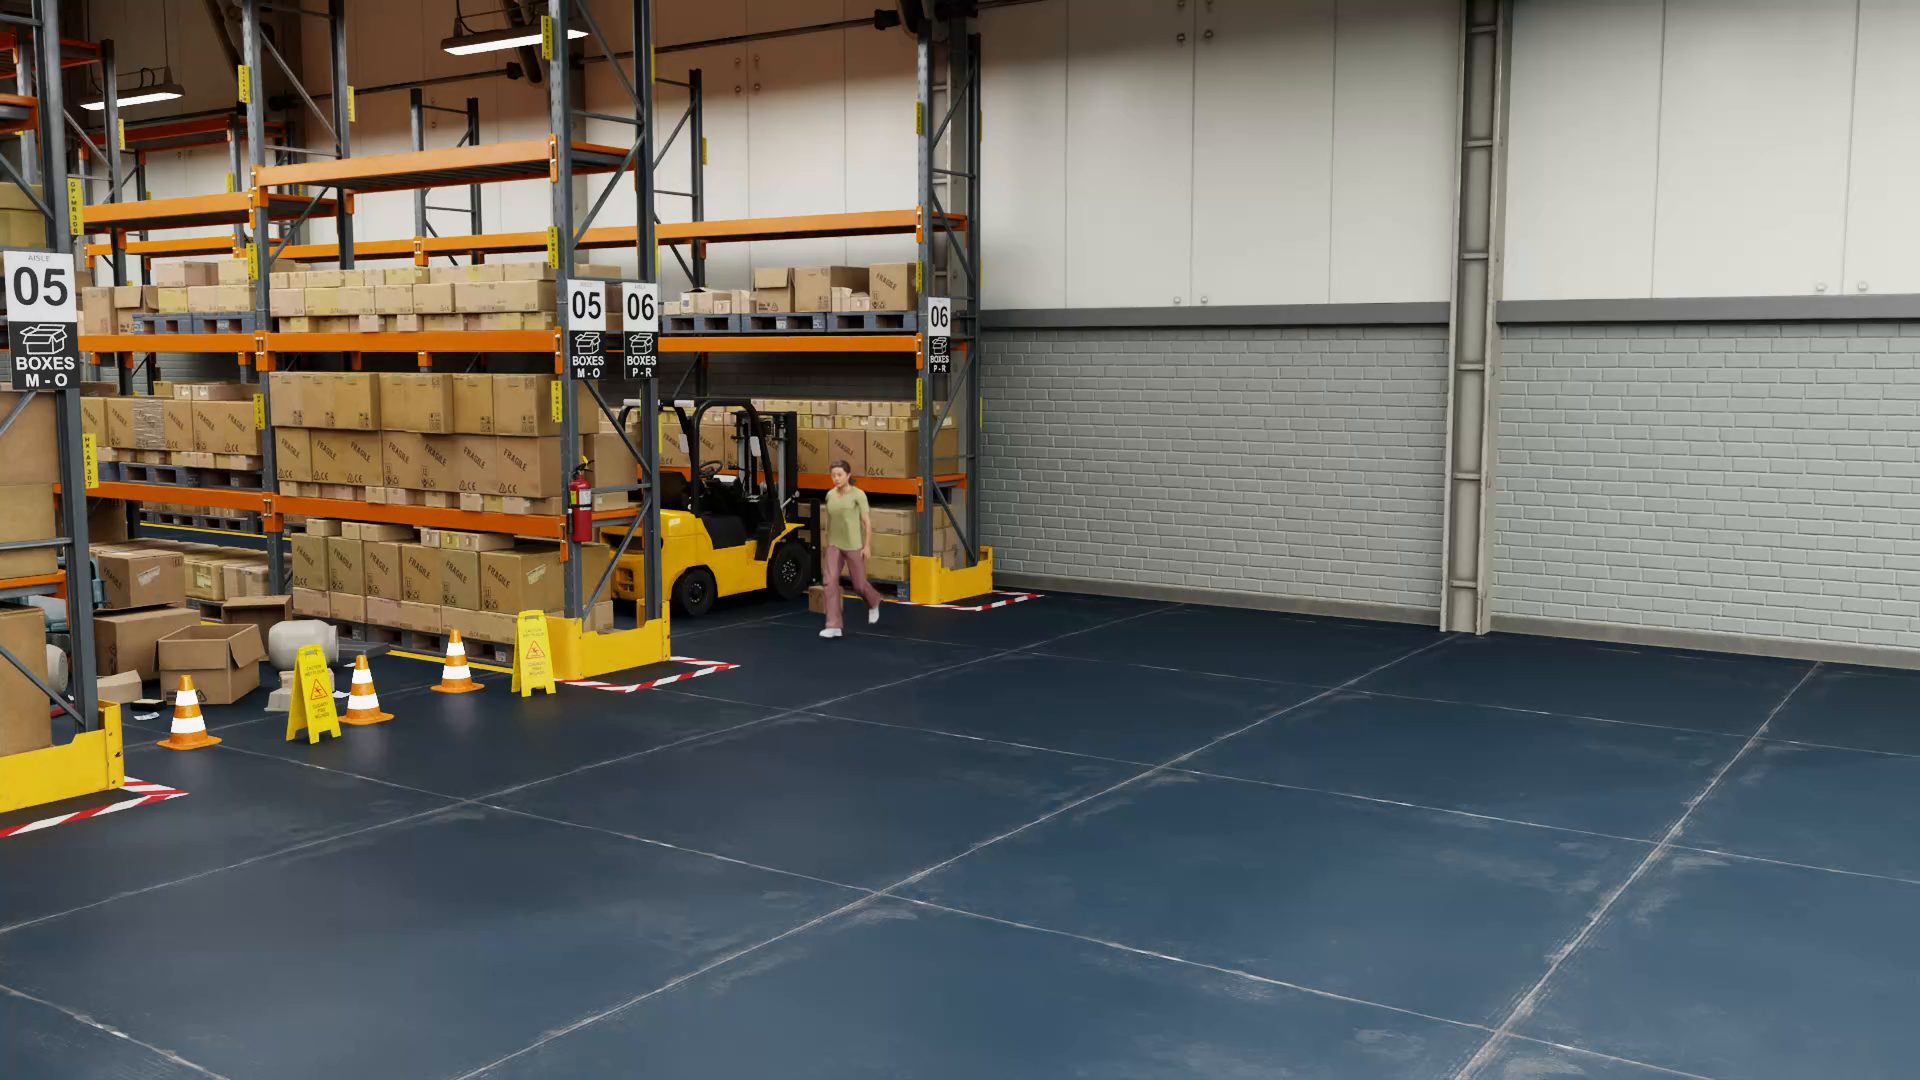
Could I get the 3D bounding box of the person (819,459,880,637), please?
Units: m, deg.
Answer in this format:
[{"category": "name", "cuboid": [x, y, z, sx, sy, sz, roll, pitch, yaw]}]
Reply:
[{"category": "person", "cuboid": [-1.011, 0.058, 15.475, 0.453, 1.633, 0.912, 3, 7, 22]}]
